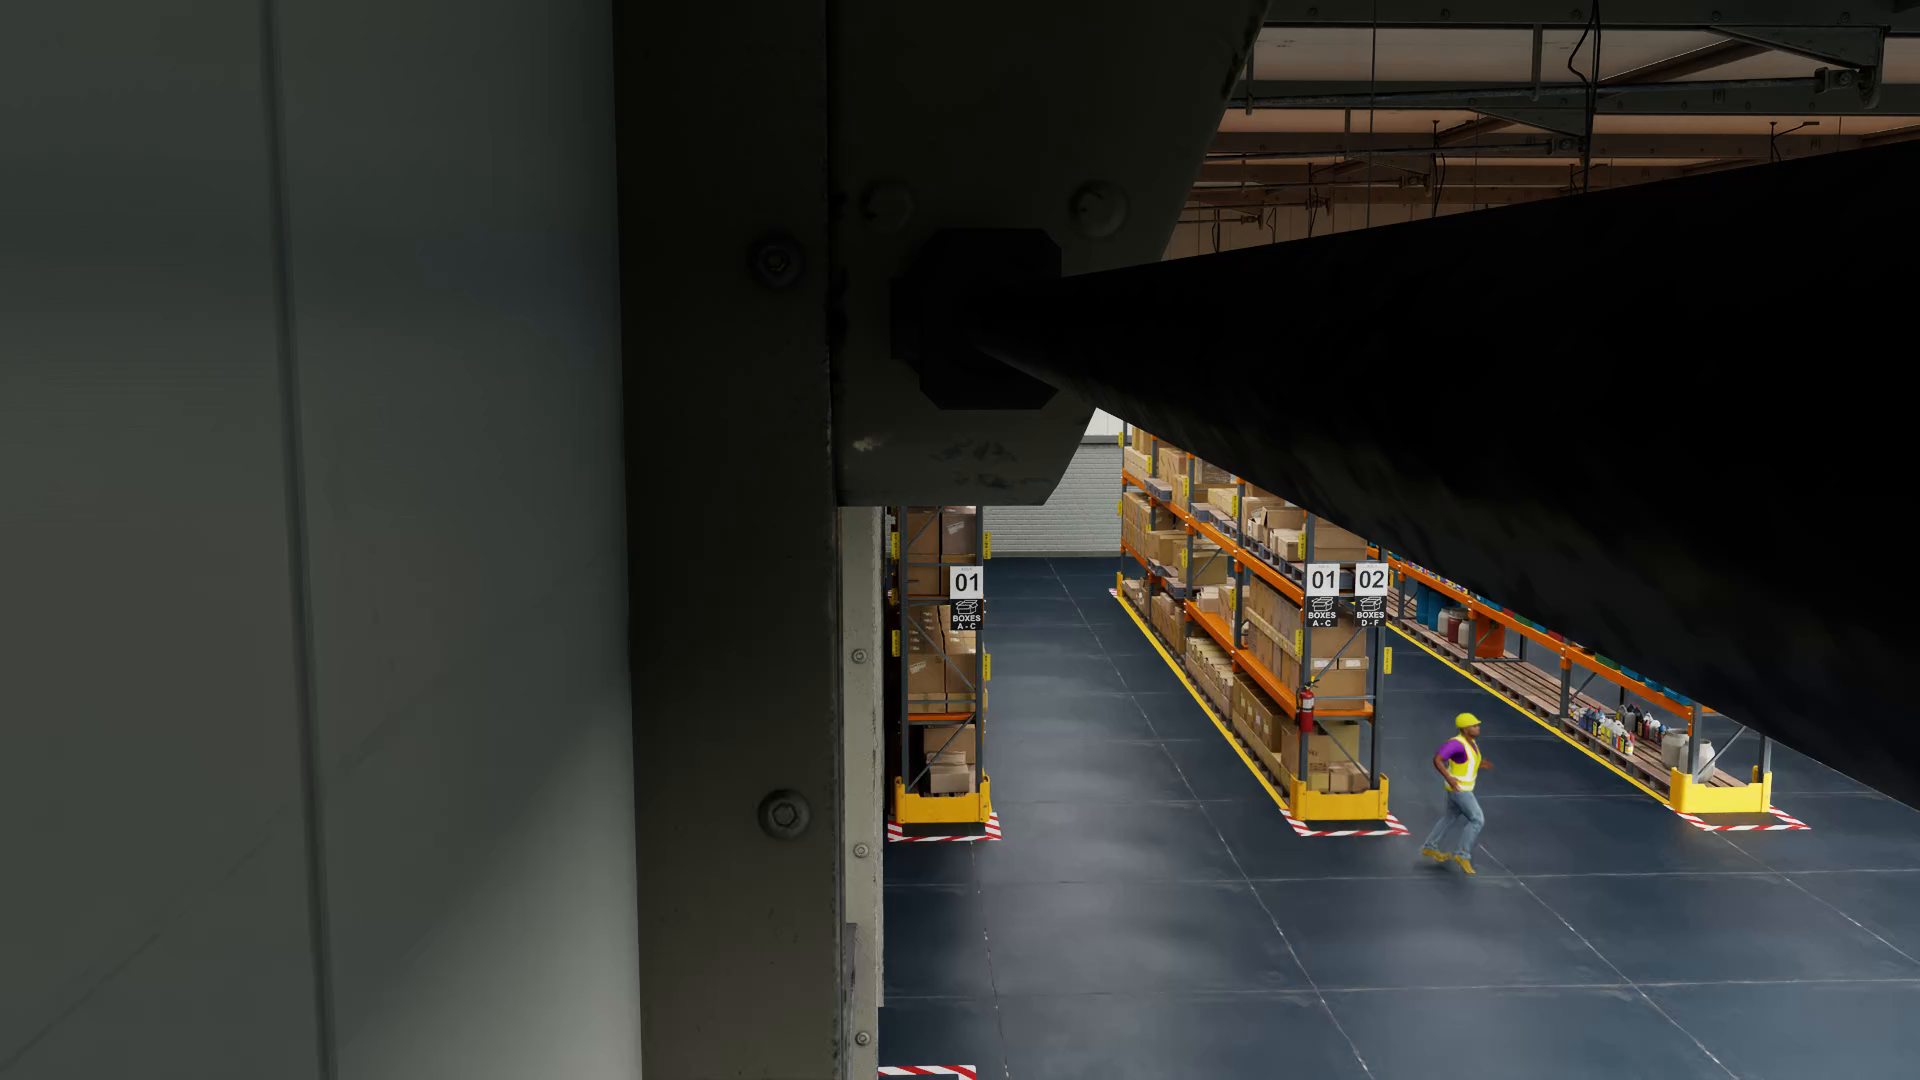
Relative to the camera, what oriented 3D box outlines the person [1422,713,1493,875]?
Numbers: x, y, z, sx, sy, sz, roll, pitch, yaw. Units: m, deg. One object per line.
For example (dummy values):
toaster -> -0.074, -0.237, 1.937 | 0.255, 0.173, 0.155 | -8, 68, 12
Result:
person -> 5.638, 2.839, 18.823 | 0.723, 1.823, 0.698 | 4, 9, 25
